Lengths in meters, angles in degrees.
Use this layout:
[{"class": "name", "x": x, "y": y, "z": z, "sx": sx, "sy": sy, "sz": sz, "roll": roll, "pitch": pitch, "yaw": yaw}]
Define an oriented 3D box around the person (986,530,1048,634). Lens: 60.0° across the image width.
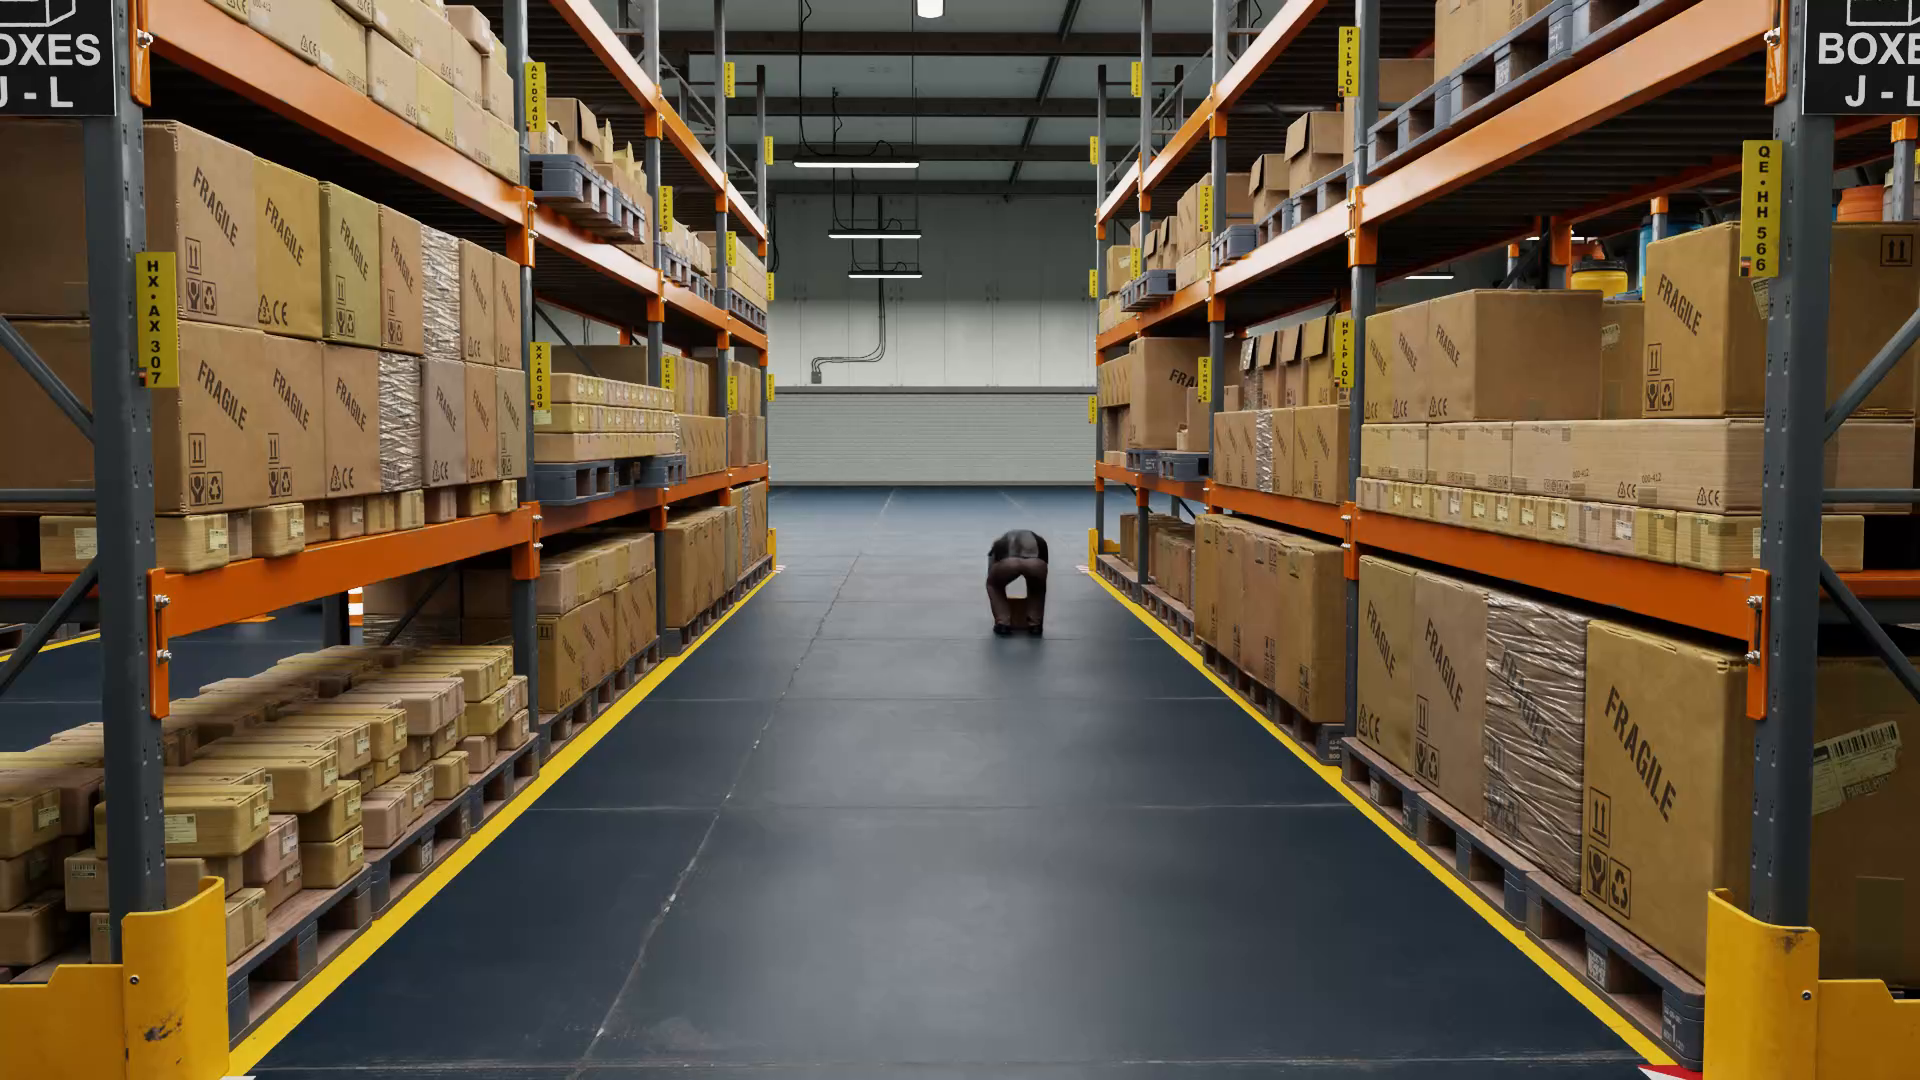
[{"class": "person", "x": 0.475, "y": 0.343, "z": 13.961, "sx": 0.517, "sy": 0.871, "sz": 0.953, "roll": 0, "pitch": 4, "yaw": -3}]
